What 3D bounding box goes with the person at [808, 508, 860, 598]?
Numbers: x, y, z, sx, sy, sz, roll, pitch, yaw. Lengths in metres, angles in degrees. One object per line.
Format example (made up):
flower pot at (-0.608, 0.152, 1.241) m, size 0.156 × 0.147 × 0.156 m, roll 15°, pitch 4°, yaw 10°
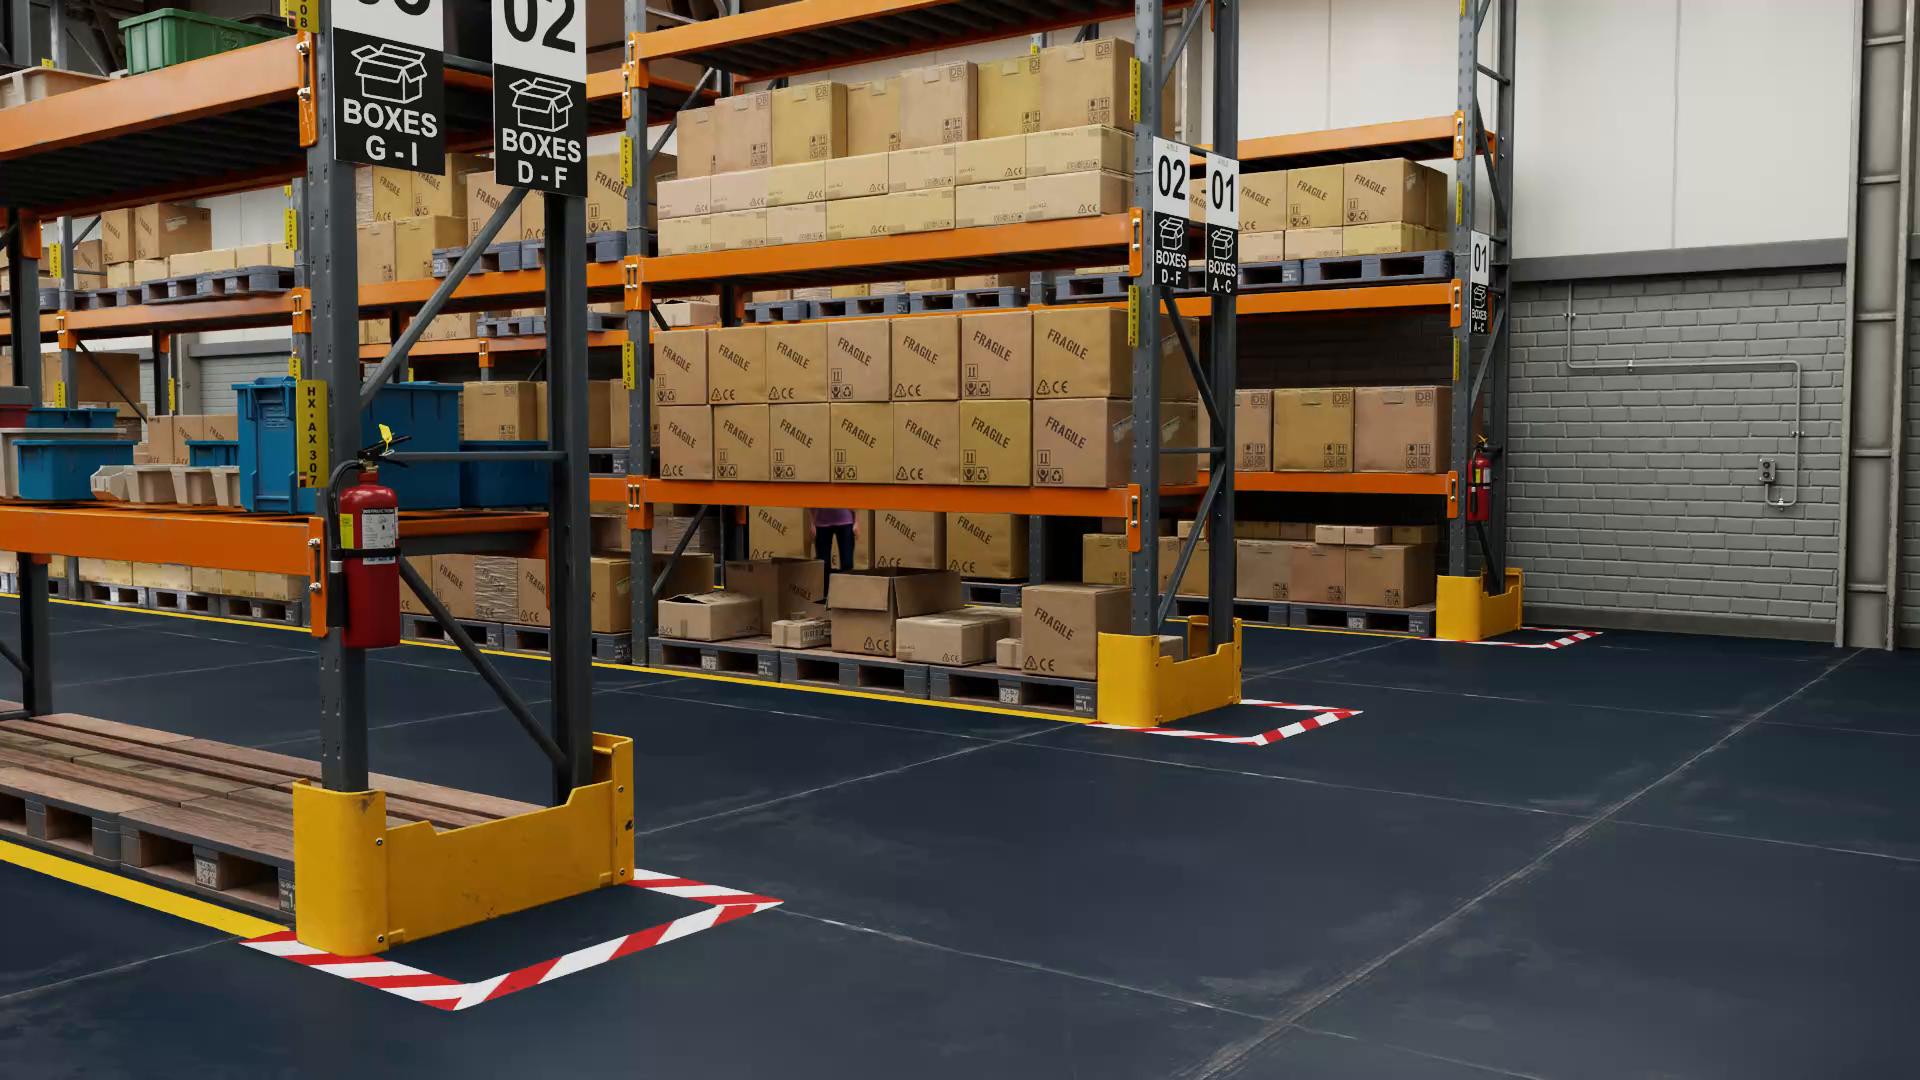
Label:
person at (-1.106, -0.107, 14.387) m, size 0.483 × 1.584 × 0.401 m, roll 0°, pitch 3°, yaw 3°
